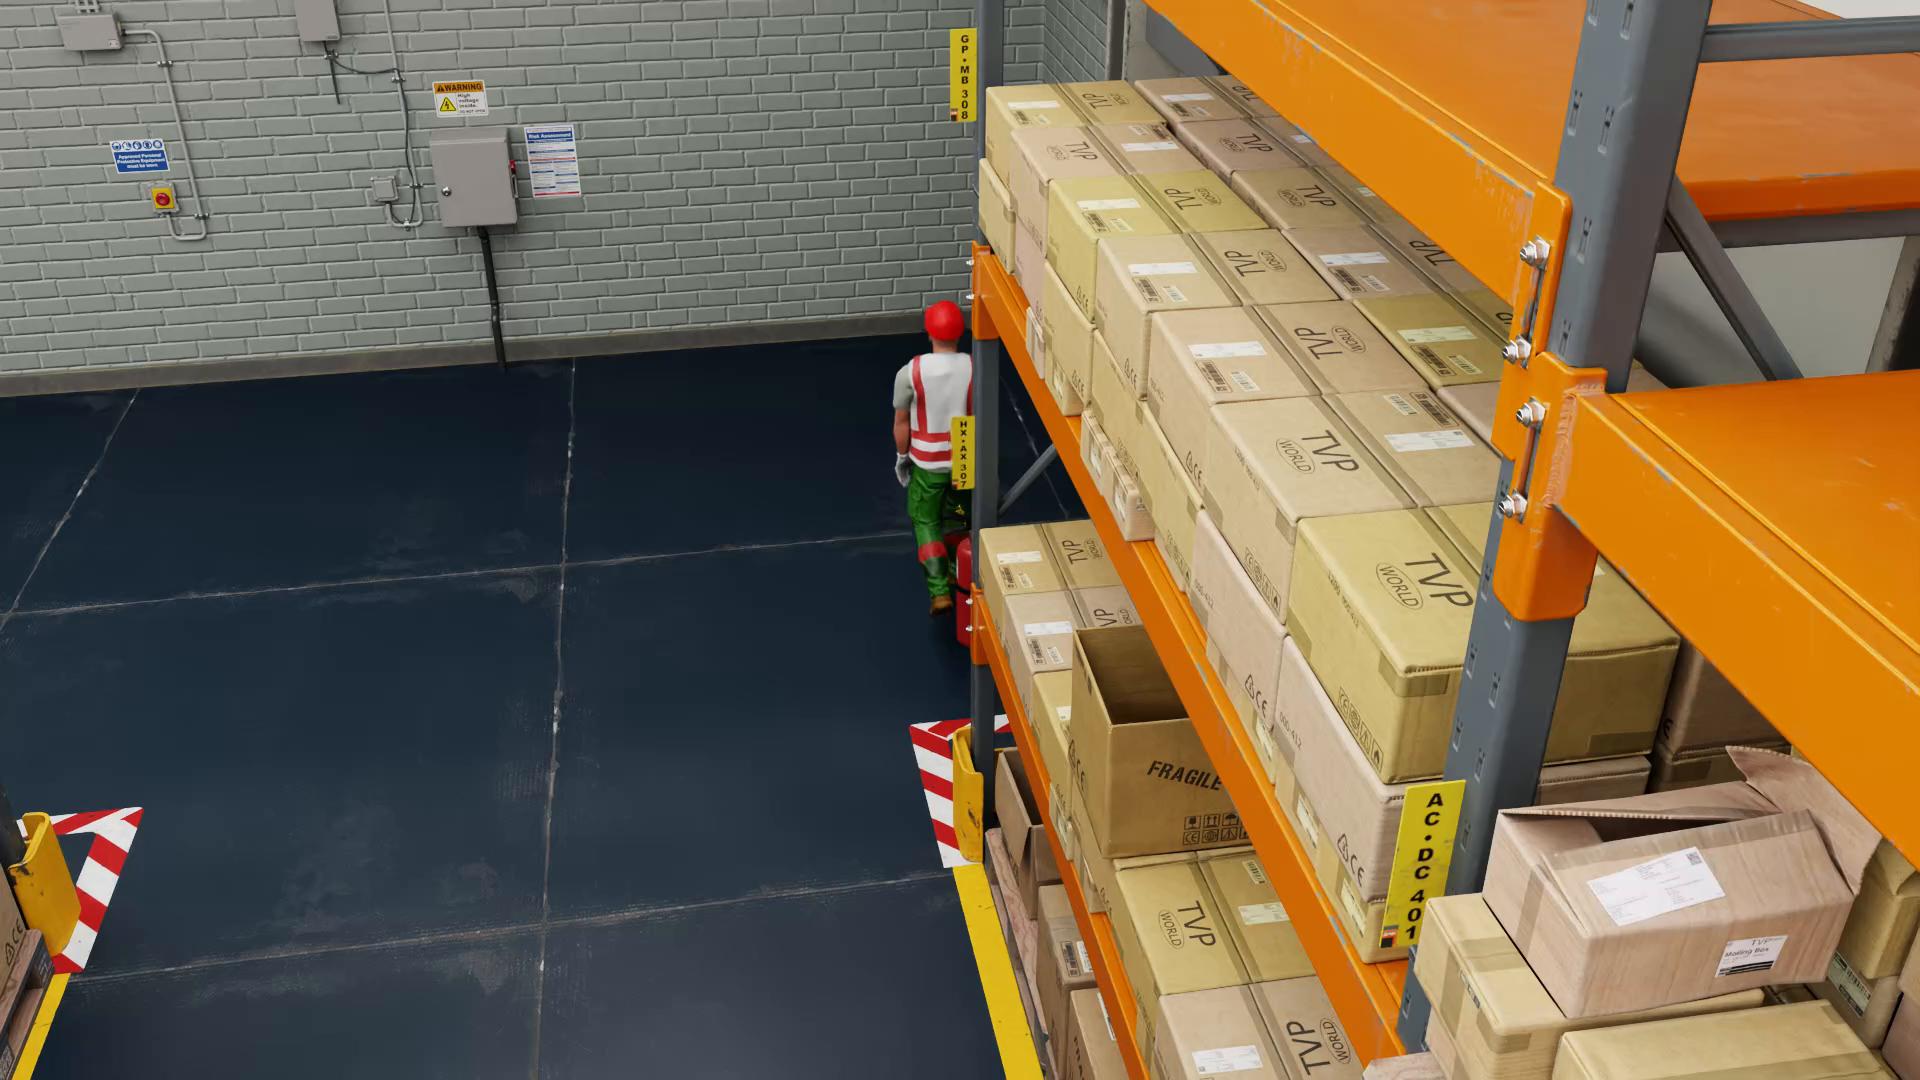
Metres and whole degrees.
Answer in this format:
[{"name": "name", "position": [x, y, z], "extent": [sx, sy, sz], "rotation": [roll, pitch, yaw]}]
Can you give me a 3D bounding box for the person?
[{"name": "person", "position": [-0.074, -0.416, 8.810], "extent": [0.542, 1.763, 0.911], "rotation": [-5, 31, -8]}]
